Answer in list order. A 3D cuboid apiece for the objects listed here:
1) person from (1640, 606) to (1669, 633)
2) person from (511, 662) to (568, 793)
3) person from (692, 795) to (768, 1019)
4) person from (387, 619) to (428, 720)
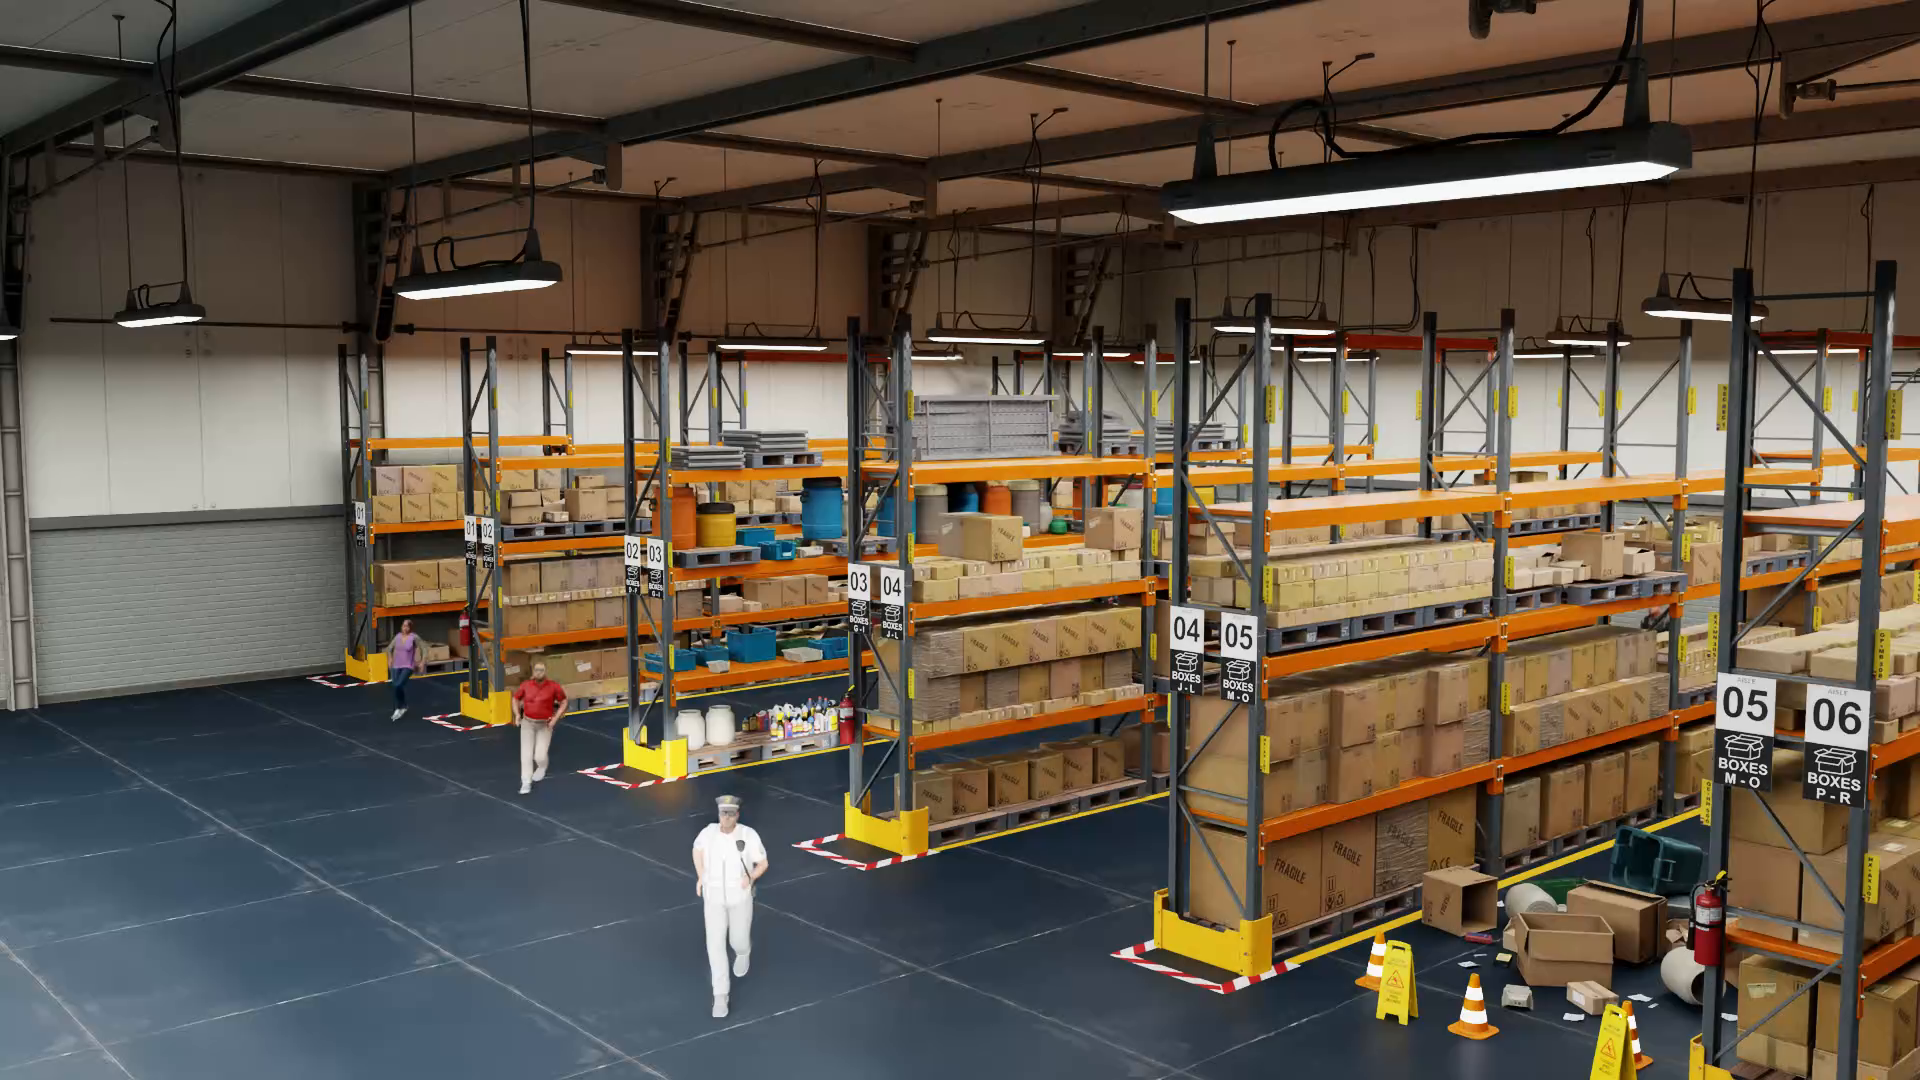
[{"bbox_3d":[11.591,1.859,27.659,0.666,1.678,0.911,4,6,36],"label":"person"},{"bbox_3d":[-5.459,2.403,21.594,0.713,1.673,0.650,-1,5,-6],"label":"person"},{"bbox_3d":[-1.959,3.027,14.111,0.664,1.791,0.951,0,5,-1],"label":"person"},{"bbox_3d":[-8.756,2.032,26.208,0.597,1.576,0.570,1,5,13],"label":"person"}]
